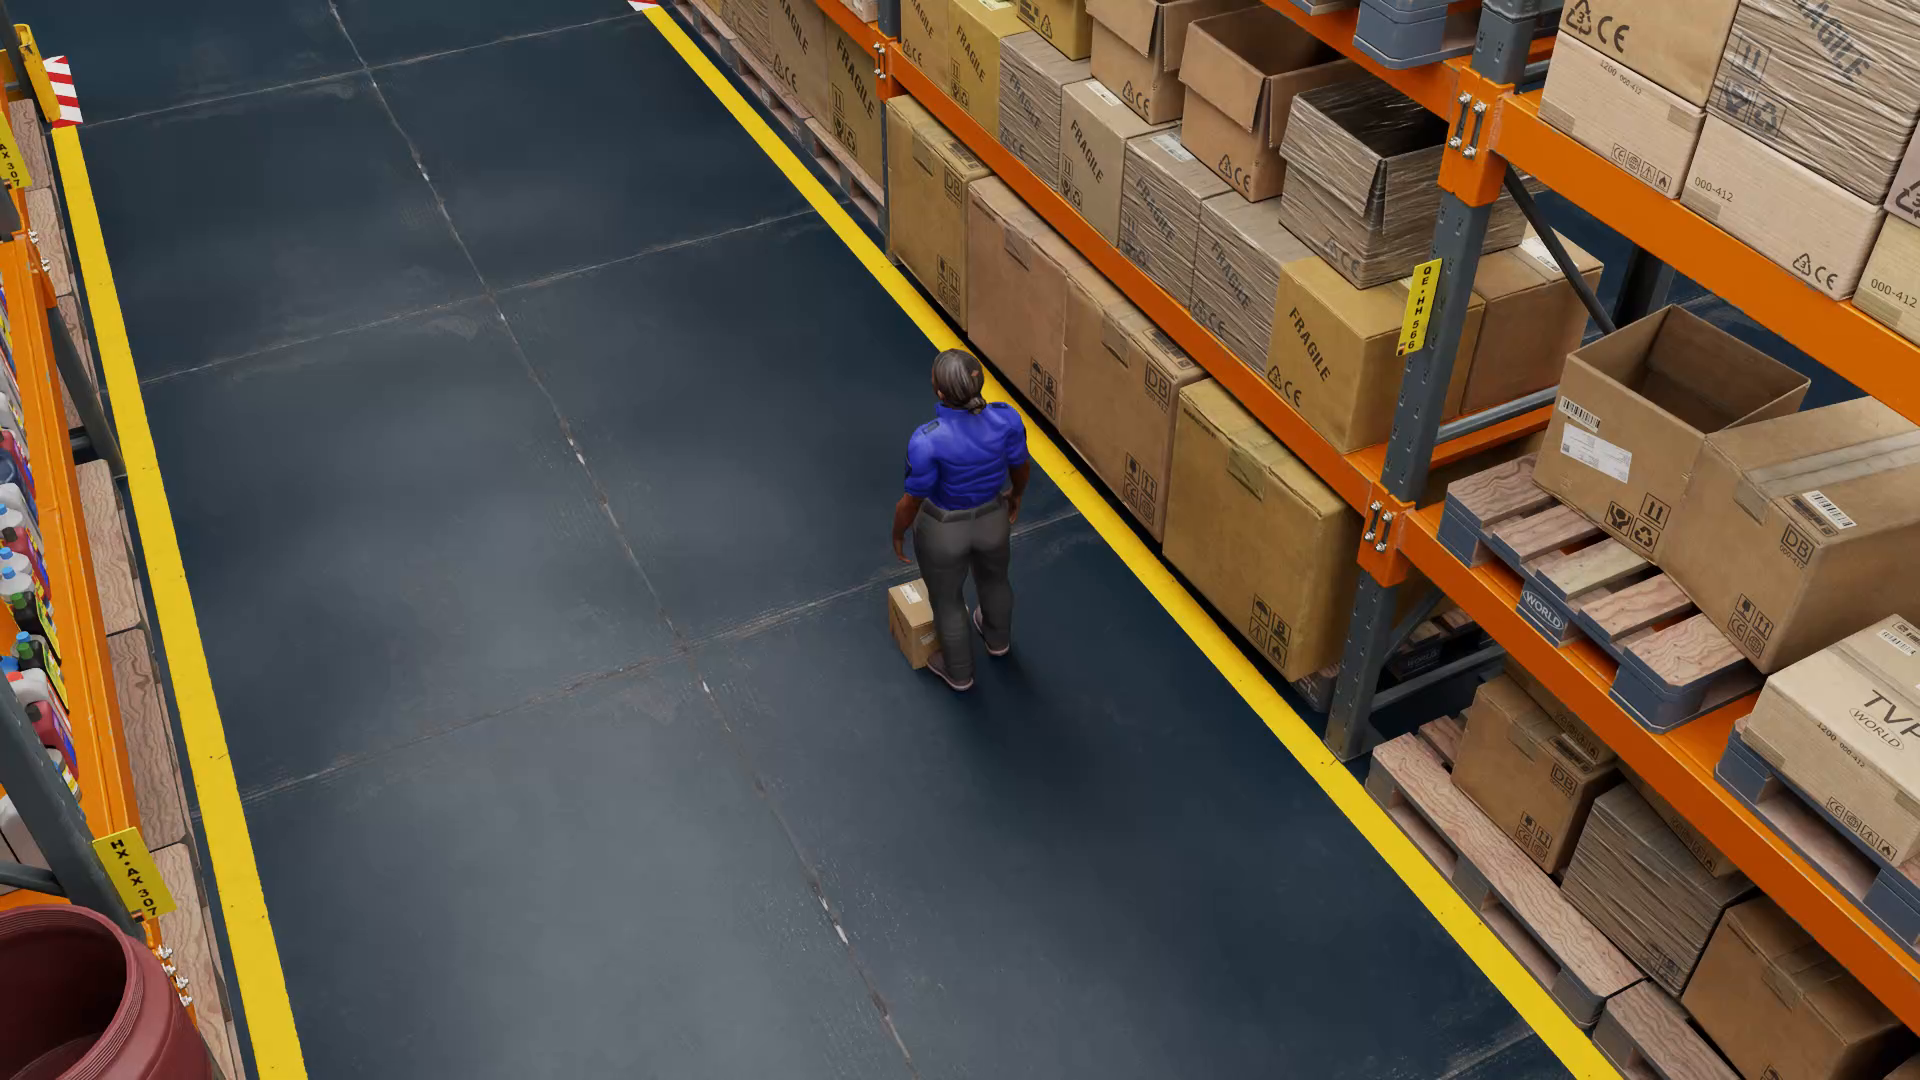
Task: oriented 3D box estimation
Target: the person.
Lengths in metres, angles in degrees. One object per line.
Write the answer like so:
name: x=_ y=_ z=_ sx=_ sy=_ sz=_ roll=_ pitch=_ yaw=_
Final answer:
person: x=-0.014 y=-0.104 z=6.268 sx=0.570 sy=1.657 sz=0.502 roll=-17 pitch=44 yaw=-18
